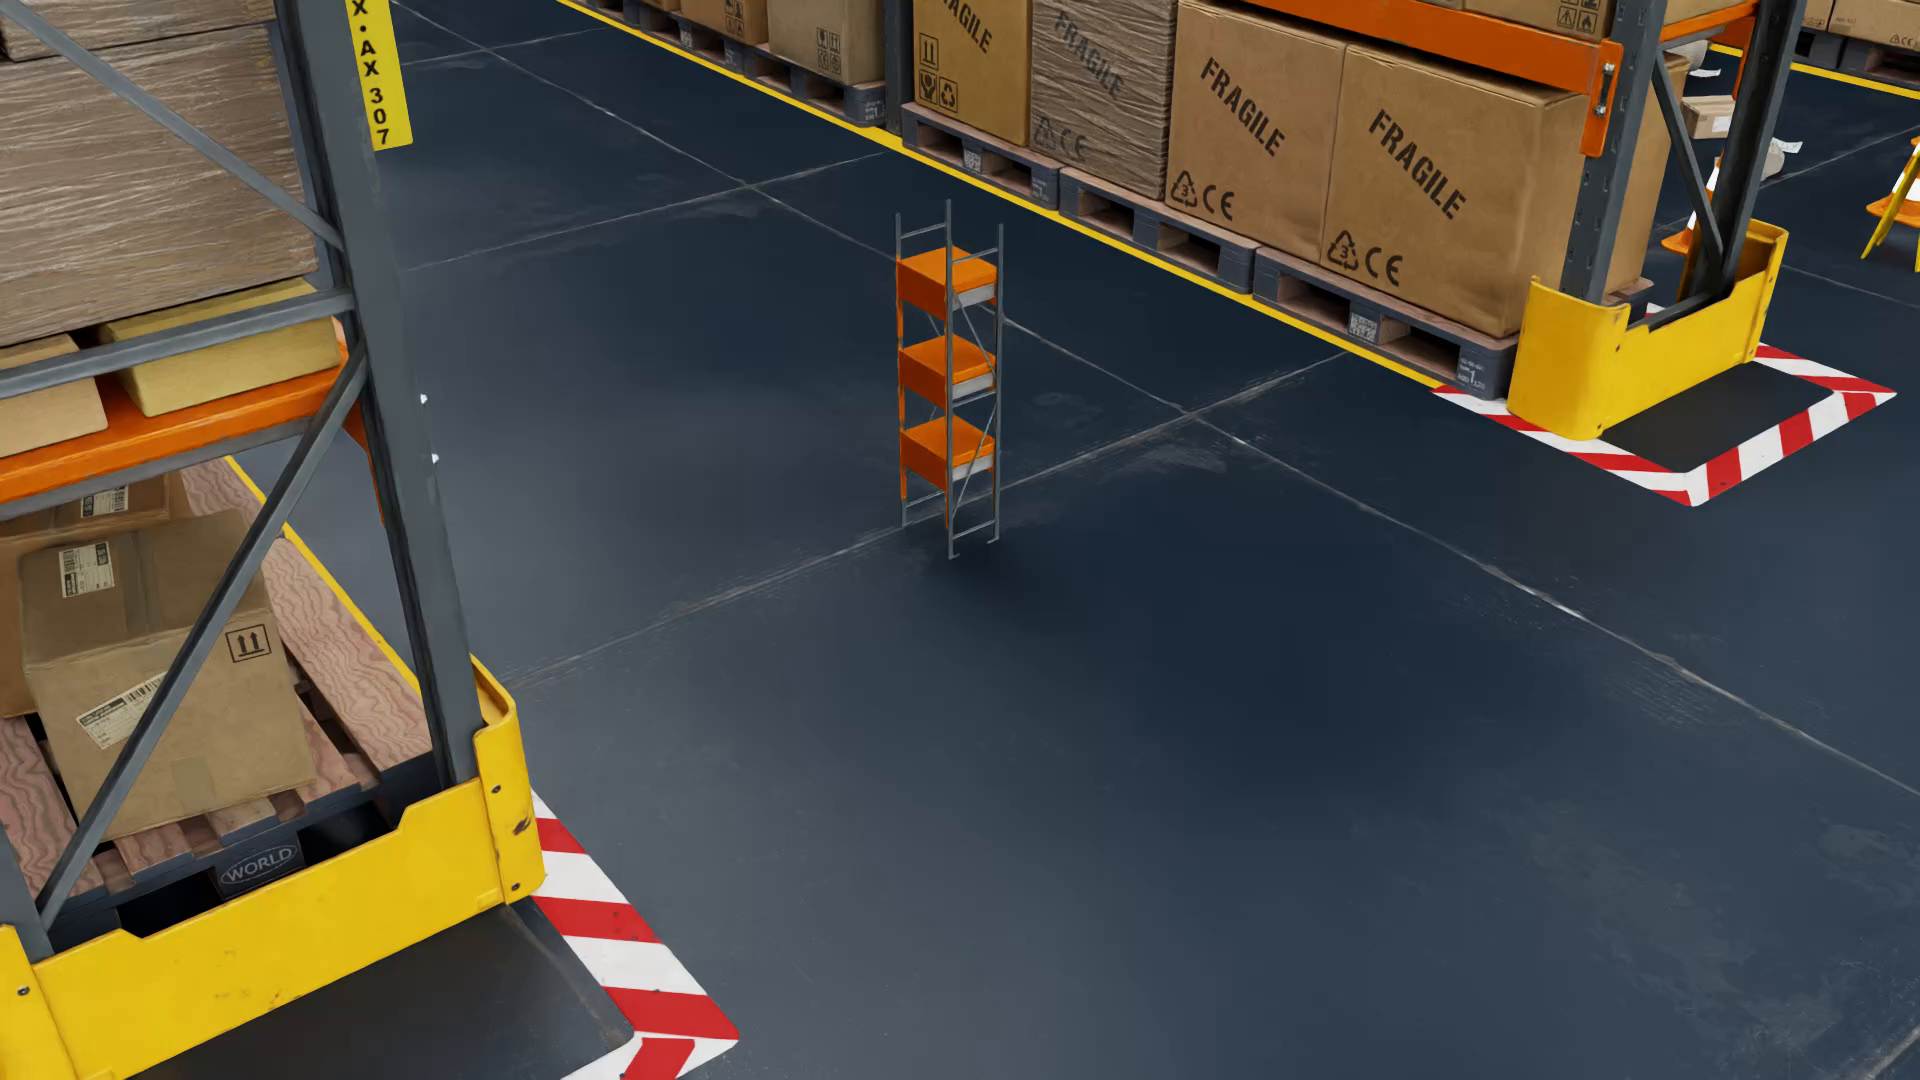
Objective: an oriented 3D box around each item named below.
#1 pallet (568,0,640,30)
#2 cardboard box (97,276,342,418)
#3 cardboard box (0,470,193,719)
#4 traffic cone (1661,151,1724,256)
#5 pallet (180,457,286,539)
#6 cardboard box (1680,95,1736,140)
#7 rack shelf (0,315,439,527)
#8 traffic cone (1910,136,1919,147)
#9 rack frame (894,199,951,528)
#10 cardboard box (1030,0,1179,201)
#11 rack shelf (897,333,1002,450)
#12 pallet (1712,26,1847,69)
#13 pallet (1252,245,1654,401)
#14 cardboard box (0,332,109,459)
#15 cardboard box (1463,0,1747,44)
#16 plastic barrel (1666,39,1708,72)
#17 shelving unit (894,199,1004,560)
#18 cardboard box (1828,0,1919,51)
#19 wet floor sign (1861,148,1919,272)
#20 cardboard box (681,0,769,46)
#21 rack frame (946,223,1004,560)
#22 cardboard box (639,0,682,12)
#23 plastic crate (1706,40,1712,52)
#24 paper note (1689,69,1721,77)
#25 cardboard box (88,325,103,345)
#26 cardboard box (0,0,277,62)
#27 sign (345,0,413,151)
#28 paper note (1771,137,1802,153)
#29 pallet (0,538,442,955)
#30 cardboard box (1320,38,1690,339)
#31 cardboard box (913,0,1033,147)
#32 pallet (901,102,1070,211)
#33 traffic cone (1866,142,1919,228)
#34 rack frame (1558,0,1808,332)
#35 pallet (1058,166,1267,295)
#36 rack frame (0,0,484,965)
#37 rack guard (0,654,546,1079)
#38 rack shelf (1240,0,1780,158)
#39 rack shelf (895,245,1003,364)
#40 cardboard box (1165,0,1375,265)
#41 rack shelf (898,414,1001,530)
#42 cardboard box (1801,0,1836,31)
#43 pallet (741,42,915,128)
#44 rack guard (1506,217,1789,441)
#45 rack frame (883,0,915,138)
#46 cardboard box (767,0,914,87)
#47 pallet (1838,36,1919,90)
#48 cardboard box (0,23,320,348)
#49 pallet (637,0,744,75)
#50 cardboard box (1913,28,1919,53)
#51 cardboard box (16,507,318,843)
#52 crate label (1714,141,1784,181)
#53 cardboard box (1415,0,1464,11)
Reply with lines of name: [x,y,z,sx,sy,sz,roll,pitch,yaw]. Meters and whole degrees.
pallet: [-1.983,-3.673,10.964,1.003,0.211,1.213,-22,38,-31]
cardboard box: [-1.467,-0.403,3.294,0.380,0.149,0.250,-22,38,-31]
cardboard box: [-2.244,0.066,4.272,0.500,0.500,0.500,-12,34,-19]
traffic cone: [3.295,-1.480,7.194,0.336,0.463,0.334,-22,38,-31]
pallet: [-2.742,-0.019,5.081,1.003,0.211,1.213,-22,38,-31]
cardboard box: [3.948,-2.202,8.654,0.380,0.149,0.250,-4,32,-7]
rack shelf: [-2.707,-0.842,4.444,1.077,0.370,4.000,-22,38,-31]
traffic cone: [5.064,-2.204,8.361,0.336,0.463,0.334,-22,38,-31]
rack frame: [-0.108,-0.519,5.091,0.200,1.050,0.008,-22,38,-31]
cardboard box: [0.932,-2.160,7.501,0.875,0.875,0.875,-22,38,-31]
rack shelf: [-0.033,-0.459,5.015,0.215,0.259,0.240,-22,38,-31]
pallet: [5.086,-3.225,10.243,1.003,0.211,1.213,-22,38,-31]
pallet: [1.947,-1.000,6.660,1.003,0.211,1.213,-22,38,-31]
cardboard box: [-1.819,-0.259,3.062,0.380,0.149,0.250,-22,38,-31]
cardboard box: [2.236,-2.080,5.614,0.875,0.550,0.550,-22,38,-31]
plastic barrel: [3.885,-2.797,9.352,0.512,0.421,0.421,1,32,2]
shelving unit: [-0.033,-0.468,5.009,0.215,1.050,0.252,-22,38,-31]
cardboard box: [5.328,-2.999,9.443,0.500,0.250,0.500,-22,38,-31]
wet floor sign: [4.081,-1.505,7.062,0.232,0.644,0.267,26,40,35]
cardboard box: [-0.994,-3.399,9.614,1.050,0.750,0.750,-22,38,-31]
rack frame: [0.042,-0.417,4.927,0.200,1.050,0.008,-22,38,-31]
cardboard box: [-1.566,-3.787,10.239,1.050,0.750,0.750,-22,38,-31]
plastic crate: [4.209,-3.027,10.049,0.583,0.080,0.402,18,36,27]
paper note: [4.279,-2.688,9.549,0.148,0.019,0.142,18,36,27]
cardboard box: [-1.606,-0.514,3.472,0.380,0.149,0.250,-22,38,-31]
cardboard box: [-1.603,-1.225,3.055,0.500,0.500,0.500,-22,38,-31]
sign: [-1.052,-0.857,2.967,0.100,0.325,0.005,-22,38,-31]
paper note: [4.195,-2.009,8.456,0.142,0.019,0.148,18,36,27]
pallet: [-1.998,0.489,4.263,1.003,0.211,1.213,-22,38,-31]
cardboard box: [2.031,-1.414,6.299,0.875,0.875,0.875,-22,38,-31]
cardboard box: [0.377,-2.535,8.104,0.875,0.875,0.875,-22,38,-31]
pallet: [0.451,-2.017,8.297,1.003,0.211,1.213,-22,38,-31]
traffic cone: [4.396,-1.704,7.554,0.336,0.463,0.334,-22,38,-31]
rack frame: [2.499,-1.877,5.428,1.000,3.000,0.127,-22,38,-31]
pallet: [1.203,-1.508,7.478,1.003,0.211,1.213,-22,38,-31]
rack frame: [-1.481,-0.314,2.912,1.000,3.000,0.127,-22,38,-31]
rack guard: [-1.528,0.716,3.623,1.175,0.500,0.348,-22,38,-31]
rack shelf: [1.273,-2.405,6.960,1.077,0.370,4.000,-22,38,-31]
rack shelf: [-0.033,-0.700,4.865,0.215,0.259,0.240,-22,38,-31]
cardboard box: [1.490,-1.780,6.888,0.875,0.875,0.875,-23,39,-32]
rack shelf: [-0.033,-0.223,5.161,0.215,0.259,0.240,-22,38,-31]
cardboard box: [5.002,-3.215,9.792,0.500,0.250,0.500,-24,39,-33]
pallet: [-0.487,-2.656,9.327,1.003,0.211,1.213,-22,38,-31]
rack guard: [2.514,-0.805,6.072,1.175,0.500,0.348,-22,38,-31]
rack frame: [0.046,-3.544,8.113,1.000,3.000,0.127,-22,38,-31]
cardboard box: [-0.406,-2.996,8.965,1.050,0.750,0.750,-22,38,-32]
pallet: [5.830,-2.717,9.425,1.003,0.211,1.213,-22,38,-31]
cardboard box: [-1.797,-0.721,3.191,0.875,0.500,0.500,-22,38,-31]
pallet: [-1.239,-3.165,10.146,1.003,0.211,1.213,-22,38,-31]
cardboard box: [5.624,-2.790,9.108,0.500,0.250,0.500,-22,38,-32]
cardboard box: [-1.851,0.304,3.889,0.500,0.500,0.500,-15,35,-23]
crate label: [3.865,-1.873,8.135,0.298,0.136,0.250,12,34,19]
cardboard box: [1.881,-2.302,5.972,0.875,0.550,0.550,-22,38,-31]
